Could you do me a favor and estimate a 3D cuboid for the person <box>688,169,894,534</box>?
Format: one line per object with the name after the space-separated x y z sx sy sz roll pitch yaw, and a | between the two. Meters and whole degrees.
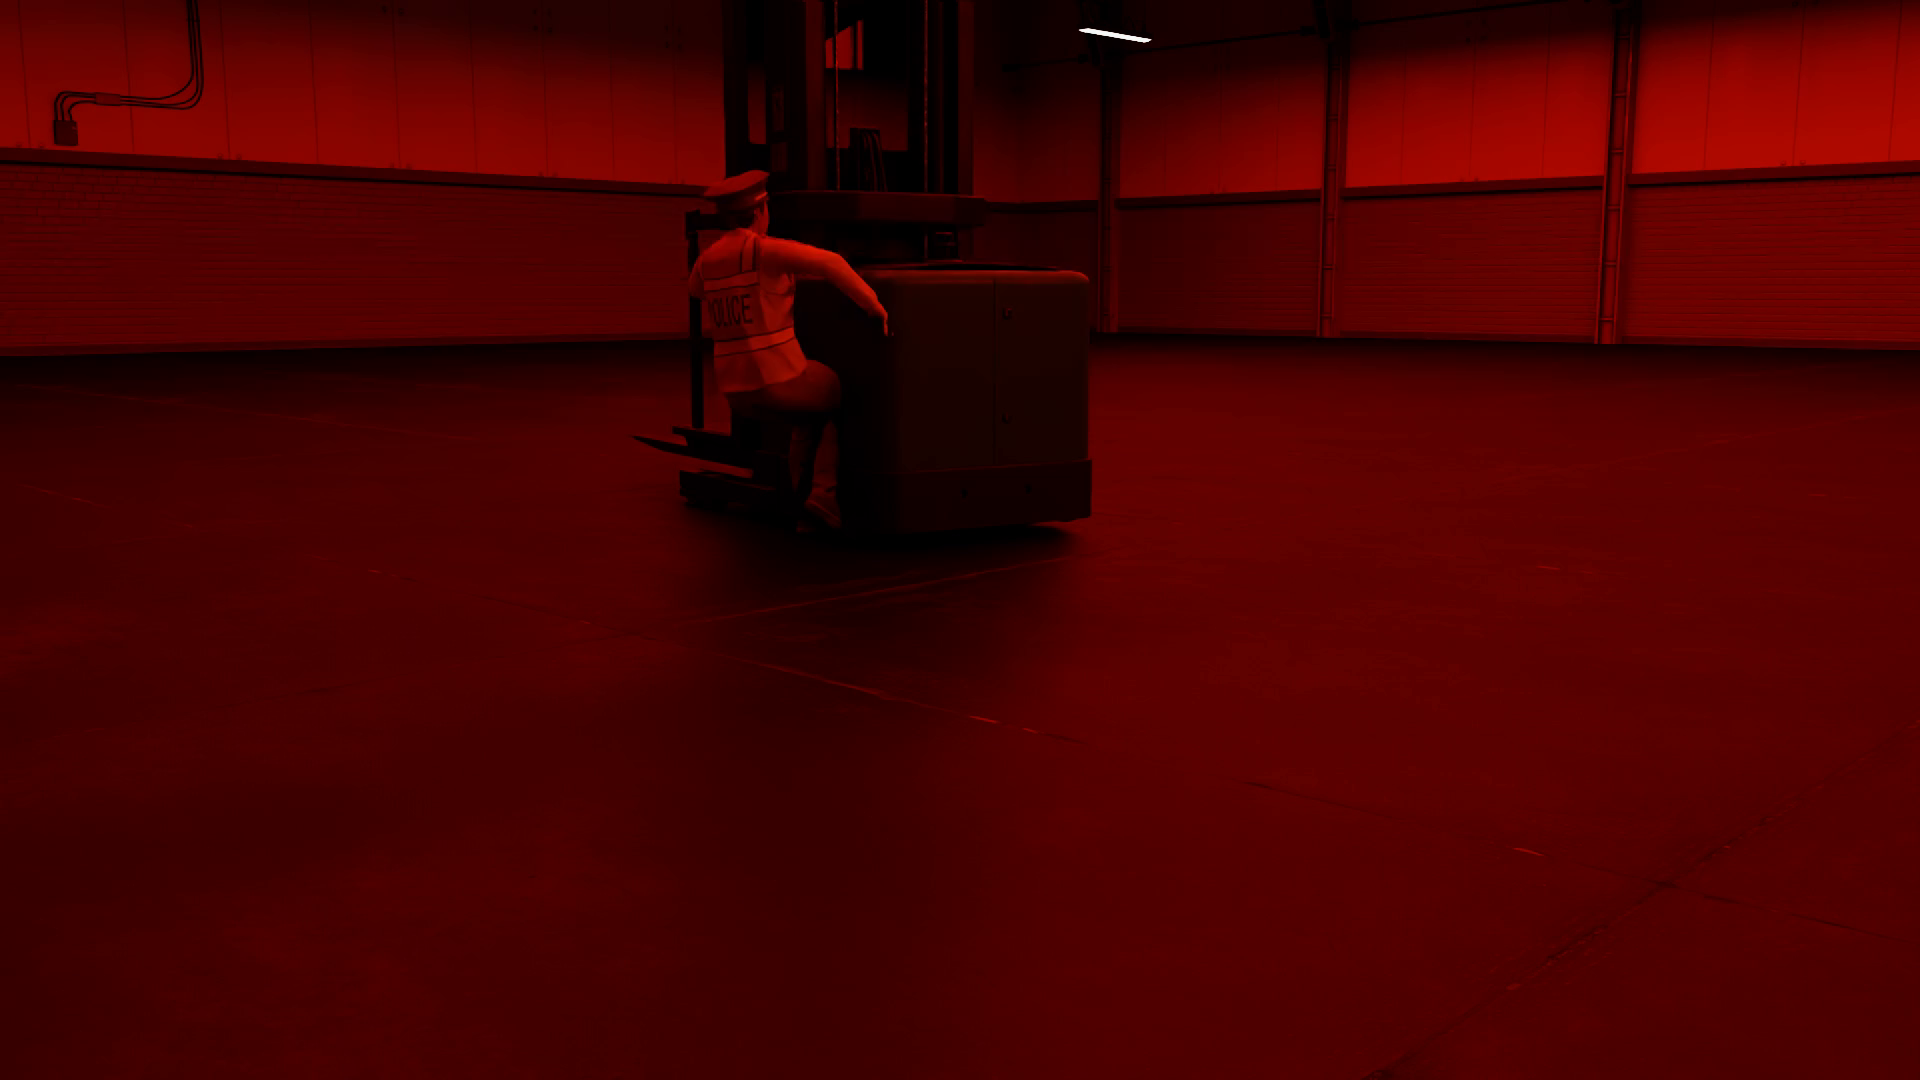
-0.624 -0.720 6.585 0.967 1.451 0.795 5 10 31 | person

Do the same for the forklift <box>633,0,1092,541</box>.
-0.665 -1.623 7.655 1.130 2.935 3.031 -5 10 -32 | forklift
